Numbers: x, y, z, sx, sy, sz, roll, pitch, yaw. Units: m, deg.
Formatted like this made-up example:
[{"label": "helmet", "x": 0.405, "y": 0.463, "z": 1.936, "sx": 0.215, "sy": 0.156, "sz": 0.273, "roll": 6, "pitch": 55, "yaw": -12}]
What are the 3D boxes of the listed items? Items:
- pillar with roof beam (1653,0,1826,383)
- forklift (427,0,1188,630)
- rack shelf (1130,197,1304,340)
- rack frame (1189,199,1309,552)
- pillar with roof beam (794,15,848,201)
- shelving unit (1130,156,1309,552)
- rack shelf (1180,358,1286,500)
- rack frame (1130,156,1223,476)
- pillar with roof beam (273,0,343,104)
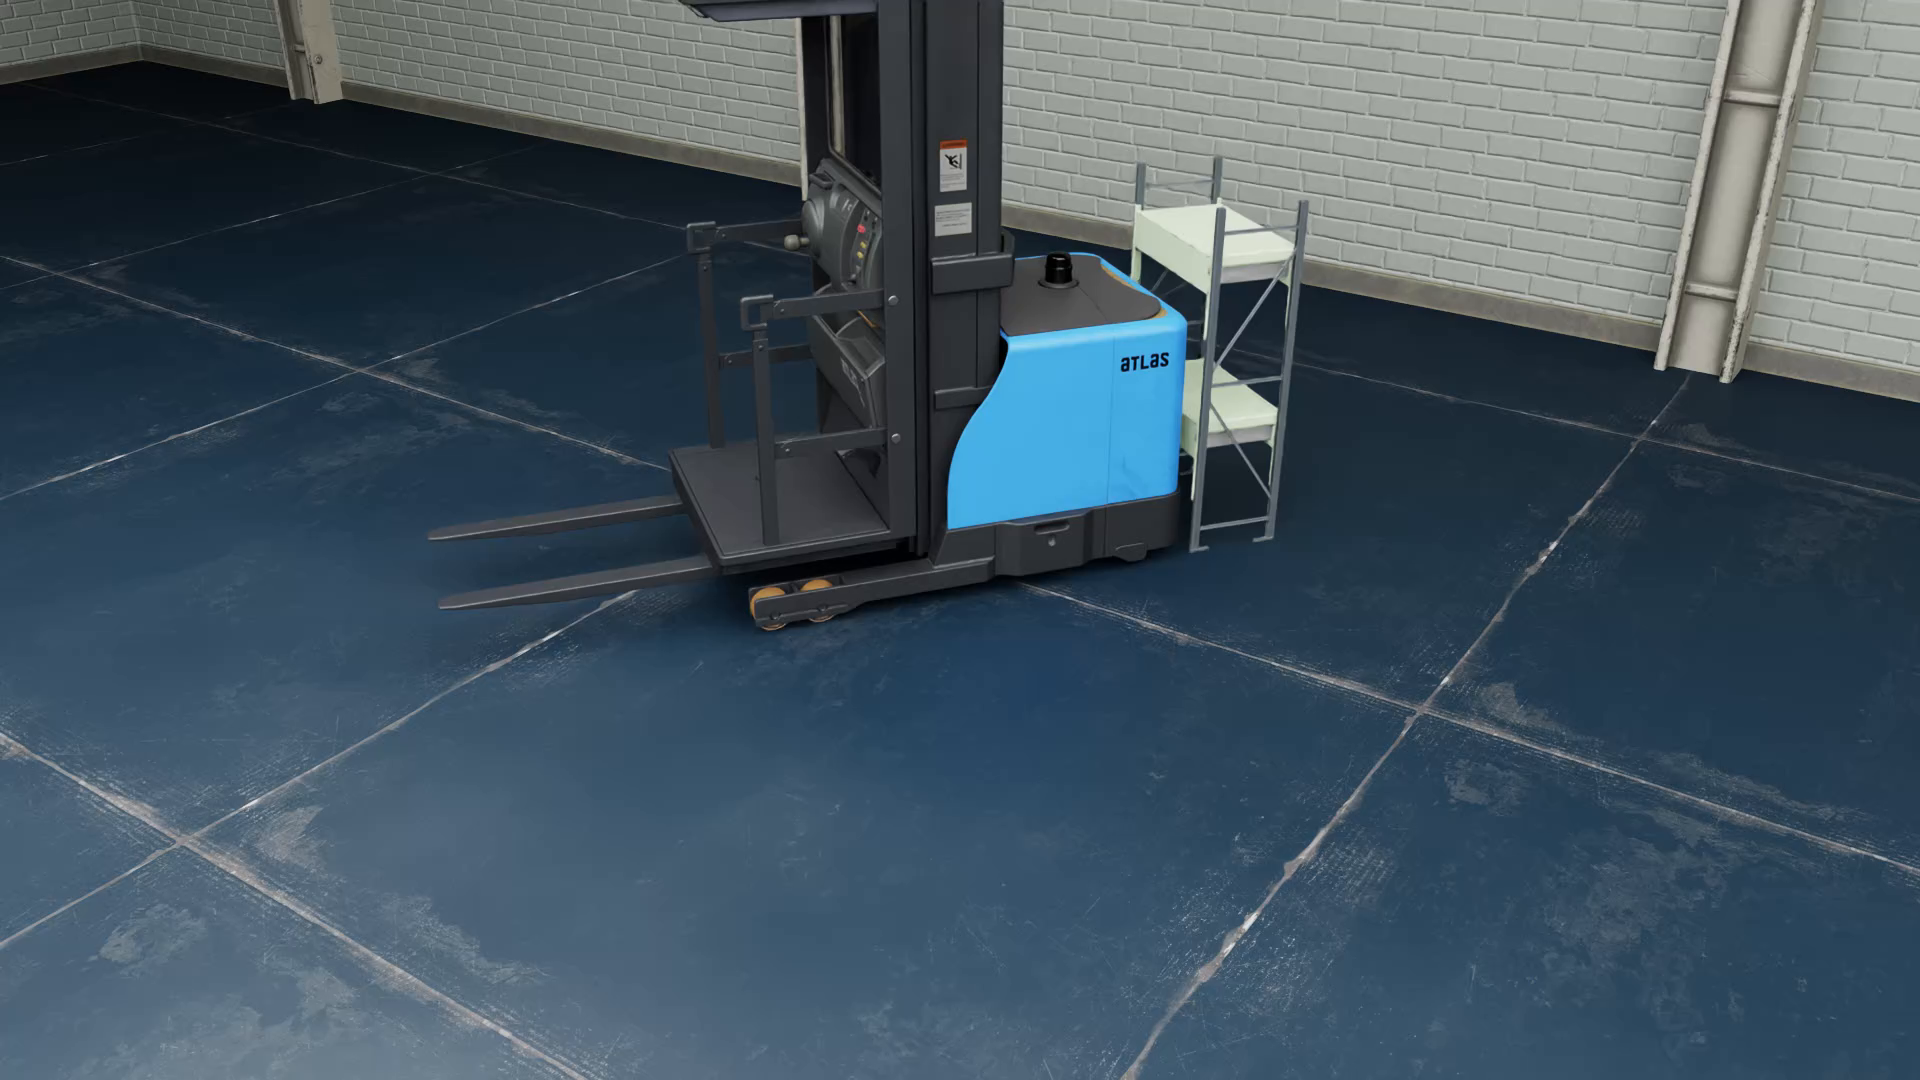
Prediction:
[{"label": "pillar with roof beam", "x": 1.604, "y": -3.346, "z": 3.903, "sx": 0.400, "sy": 9.000, "sz": 9.100, "roll": 17, "pitch": 32, "yaw": 30}, {"label": "forklift", "x": -0.644, "y": -1.221, "z": 6.417, "sx": 3.031, "sy": 2.935, "sz": 1.130, "roll": -9, "pitch": 28, "yaw": -17}, {"label": "rack shelf", "x": 1.065, "y": -1.154, "z": 6.999, "sx": 0.431, "sy": 0.370, "sz": 0.720, "roll": -9, "pitch": 28, "yaw": -18}, {"label": "rack frame", "x": 1.183, "y": -0.649, "z": 6.867, "sx": 0.400, "sy": 1.500, "sz": 0.023, "roll": -9, "pitch": 28, "yaw": -18}, {"label": "pillar with roof beam", "x": -3.342, "y": -4.887, "z": 6.931, "sx": 0.400, "sy": 9.000, "sz": 9.100, "roll": 17, "pitch": 32, "yaw": 30}, {"label": "shelving unit", "x": 1.061, "y": -0.806, "z": 7.174, "sx": 0.431, "sy": 1.500, "sz": 0.755, "roll": -9, "pitch": 28, "yaw": -18}, {"label": "rack shelf", "x": 1.058, "y": -0.515, "z": 7.321, "sx": 0.431, "sy": 0.370, "sz": 0.720, "roll": -9, "pitch": 28, "yaw": -18}, {"label": "rack frame", "x": 0.939, "y": -0.962, "z": 7.482, "sx": 0.400, "sy": 1.500, "sz": 0.023, "roll": -9, "pitch": 28, "yaw": -18}, {"label": "pillar with roof beam", "x": -8.287, "y": -6.427, "z": 9.958, "sx": 0.400, "sy": 9.000, "sz": 9.100, "roll": 17, "pitch": 32, "yaw": 30}]
